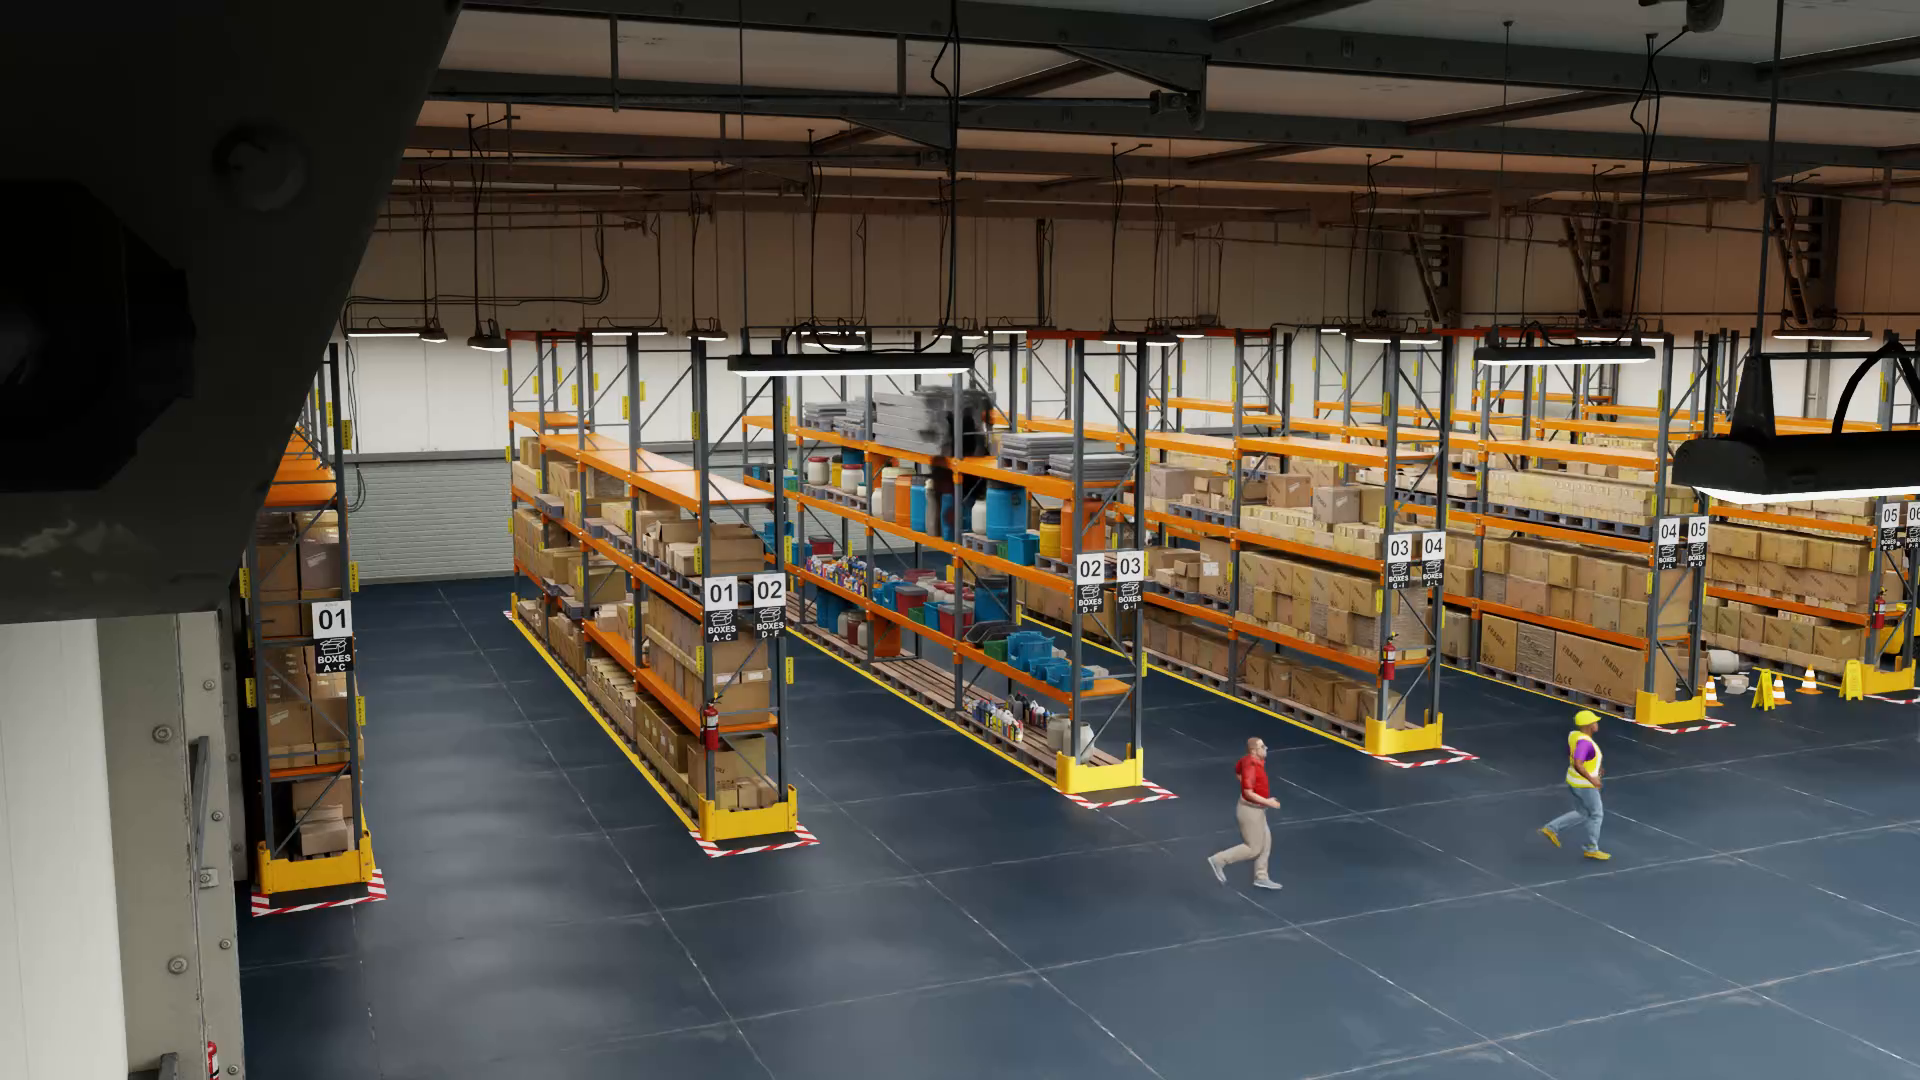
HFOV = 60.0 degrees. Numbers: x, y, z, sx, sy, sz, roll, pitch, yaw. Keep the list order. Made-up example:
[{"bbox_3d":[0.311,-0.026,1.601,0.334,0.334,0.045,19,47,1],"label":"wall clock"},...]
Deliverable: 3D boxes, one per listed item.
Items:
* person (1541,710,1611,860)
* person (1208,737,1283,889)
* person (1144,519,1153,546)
[{"bbox_3d":[7.221,2.844,19.367,0.777,1.752,0.707,1,8,6],"label":"person"},{"bbox_3d":[3.163,3.017,18.362,0.834,1.726,0.670,1,8,6],"label":"person"},{"bbox_3d":[4.048,0.357,37.491,0.629,1.834,0.779,-5,9,-34],"label":"person"}]
